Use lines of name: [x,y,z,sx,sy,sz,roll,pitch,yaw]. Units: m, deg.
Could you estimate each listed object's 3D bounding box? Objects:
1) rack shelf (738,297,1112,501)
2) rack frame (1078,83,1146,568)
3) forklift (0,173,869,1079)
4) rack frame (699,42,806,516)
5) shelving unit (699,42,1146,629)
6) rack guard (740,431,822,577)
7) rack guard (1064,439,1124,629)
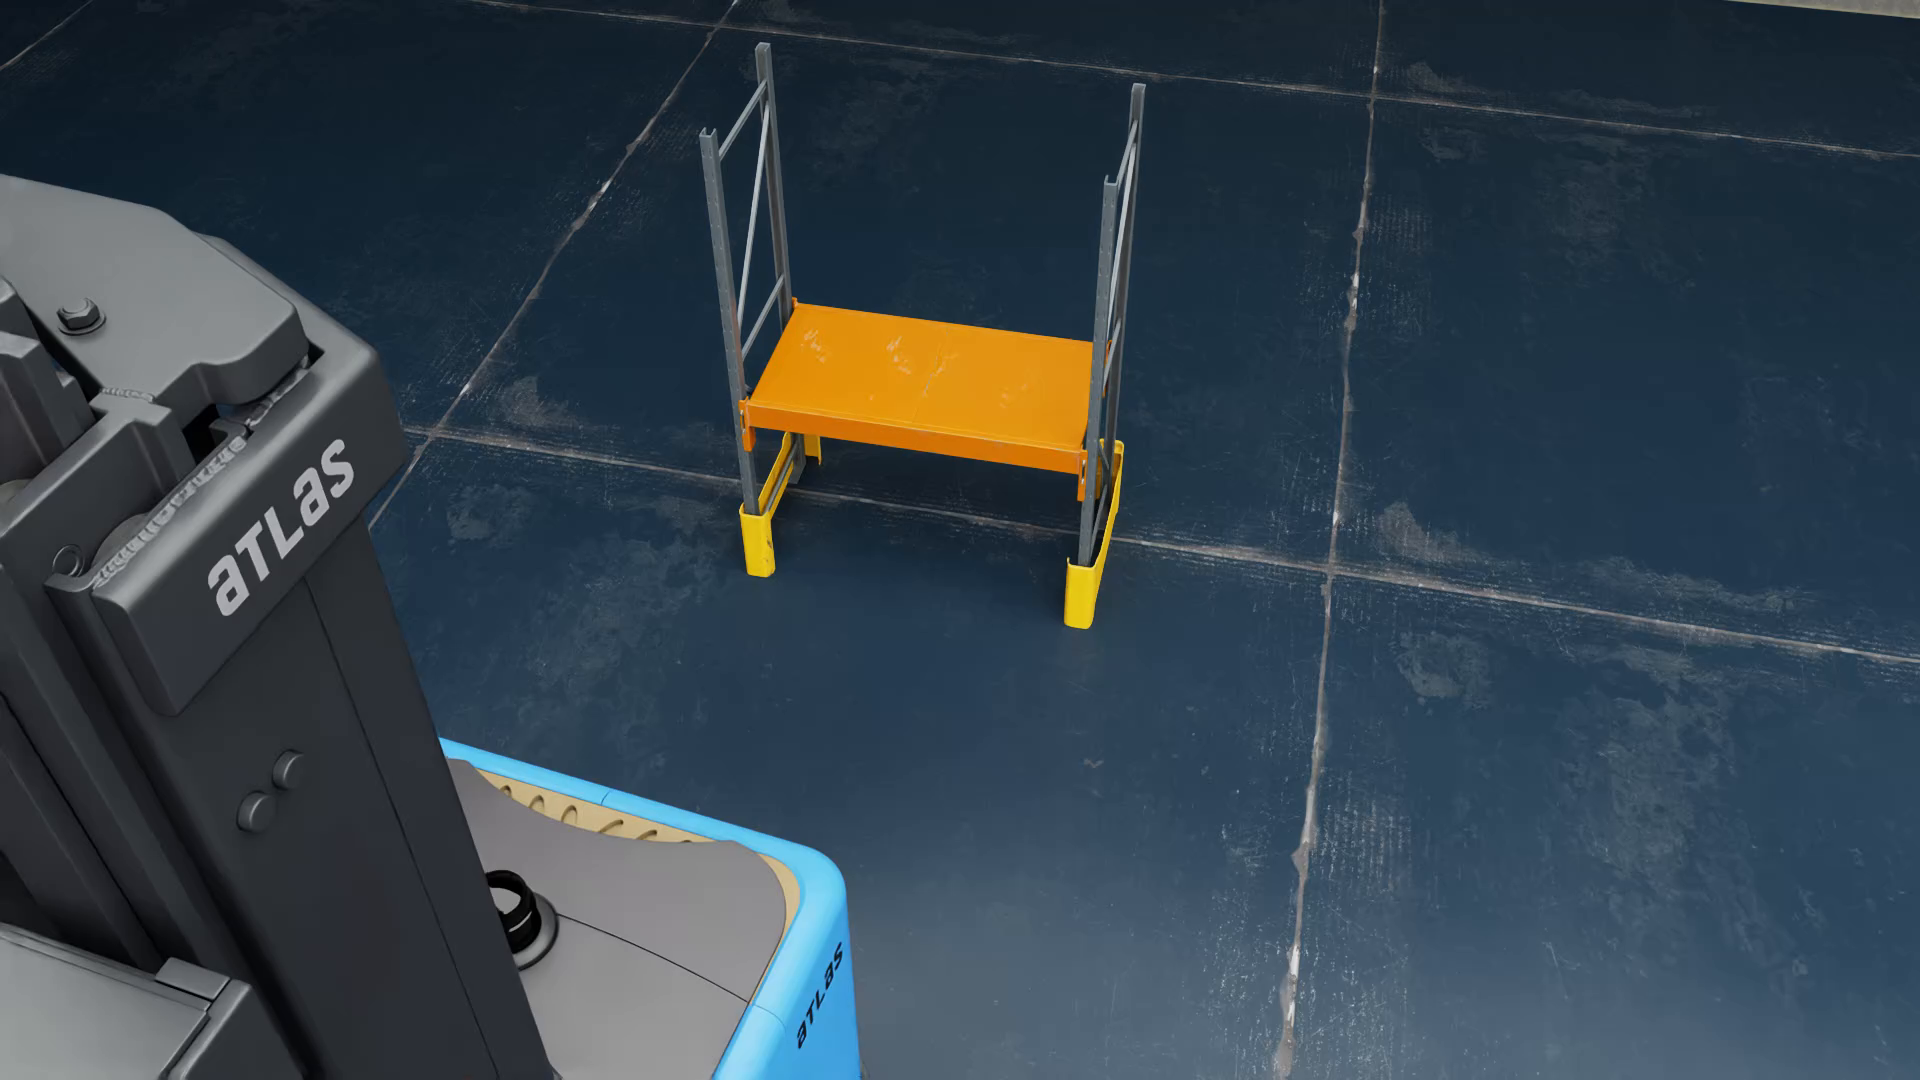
rack shelf: [-0.083,-0.424,4.868,1.000,0.185,0.538,9,45,9]
rack frame: [0.413,-0.476,4.663,0.032,1.500,0.500,9,45,9]
forklift: [-1.166,1.163,1.928,1.130,2.935,3.031,14,46,14]
rack frame: [-0.579,-0.630,4.823,0.032,1.500,0.500,9,45,9]
shelving unit: [-0.074,-0.552,4.742,1.083,1.500,0.587,9,45,9]
rack guard: [-0.560,-0.177,5.254,0.087,0.250,0.587,9,45,9]
rack guard: [0.412,-0.026,5.097,0.087,0.250,0.587,9,45,9]
